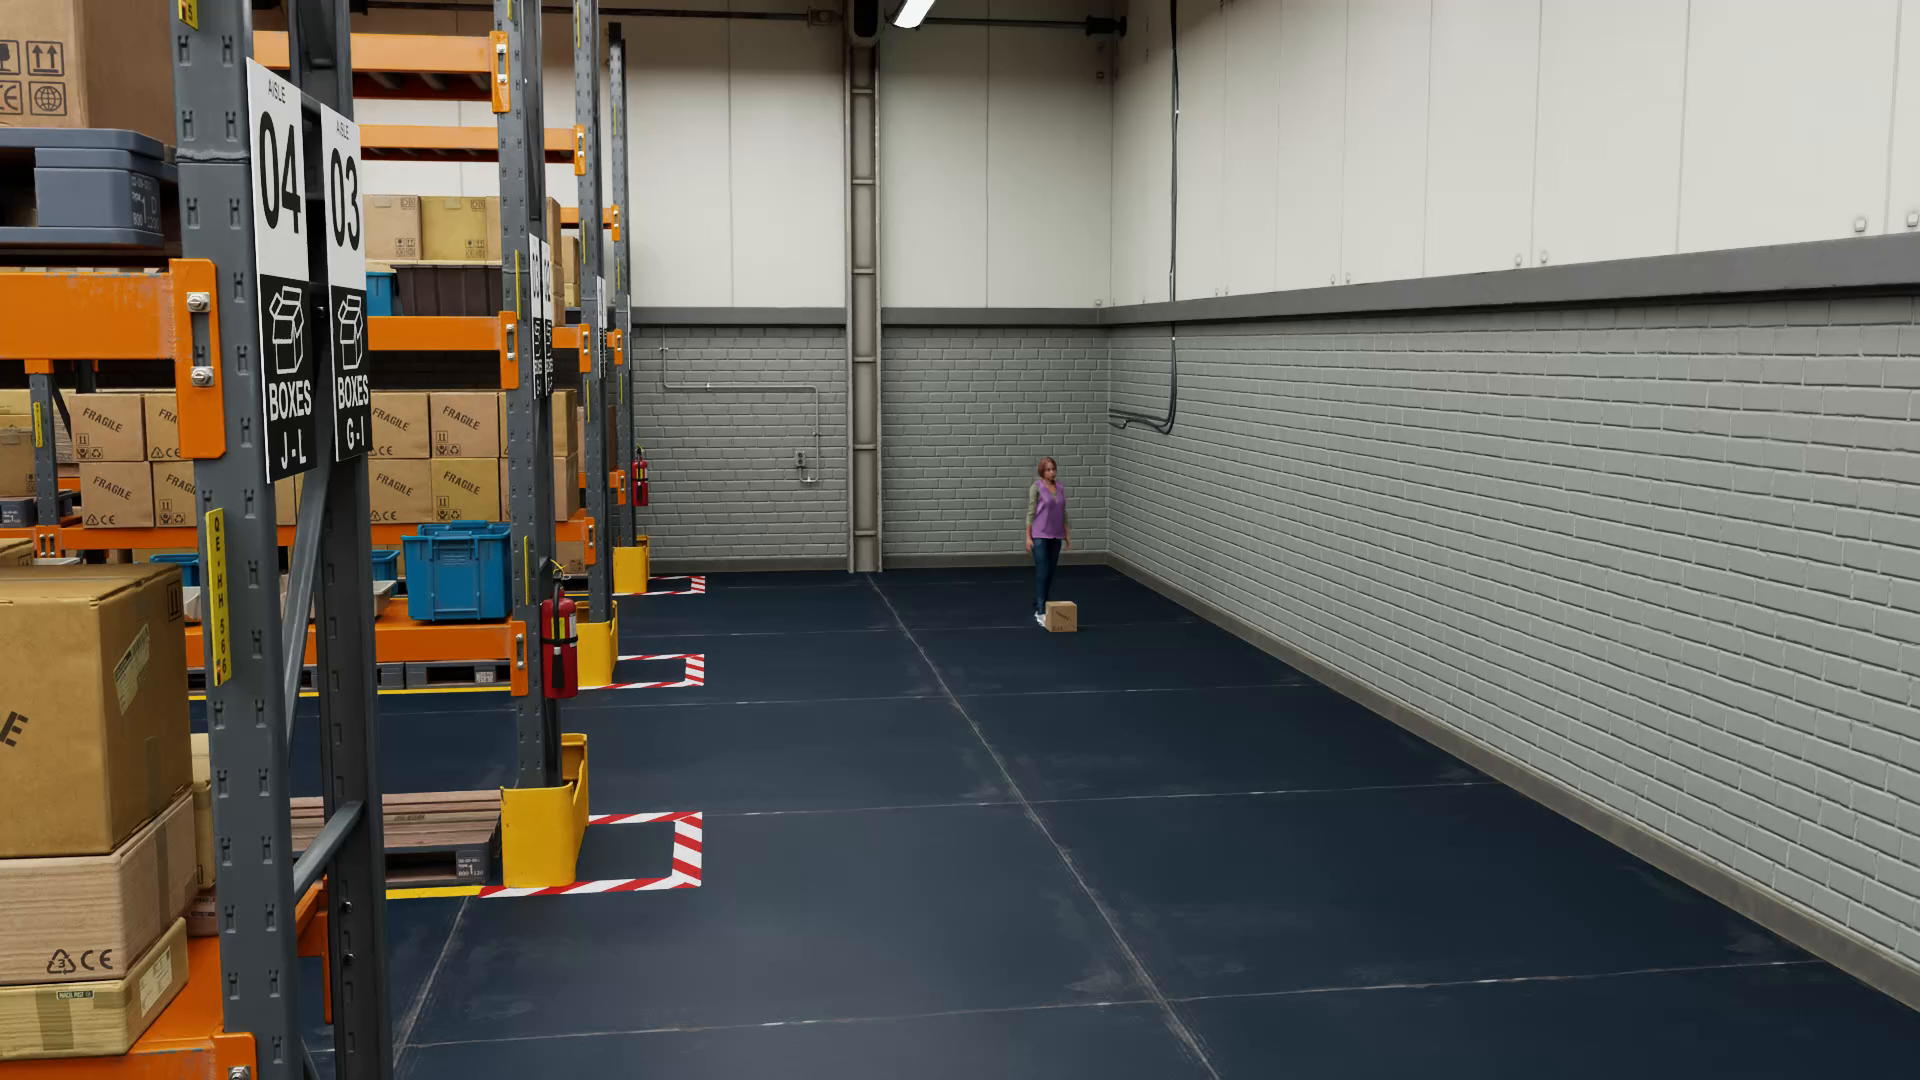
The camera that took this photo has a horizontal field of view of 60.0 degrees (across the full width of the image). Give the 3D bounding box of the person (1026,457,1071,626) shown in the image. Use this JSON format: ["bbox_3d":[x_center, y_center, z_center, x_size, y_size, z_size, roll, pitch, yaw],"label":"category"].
[{"bbox_3d":[0.886,-0.003,15.989,0.453,1.597,0.532,-5,8,-35],"label":"person"}]
